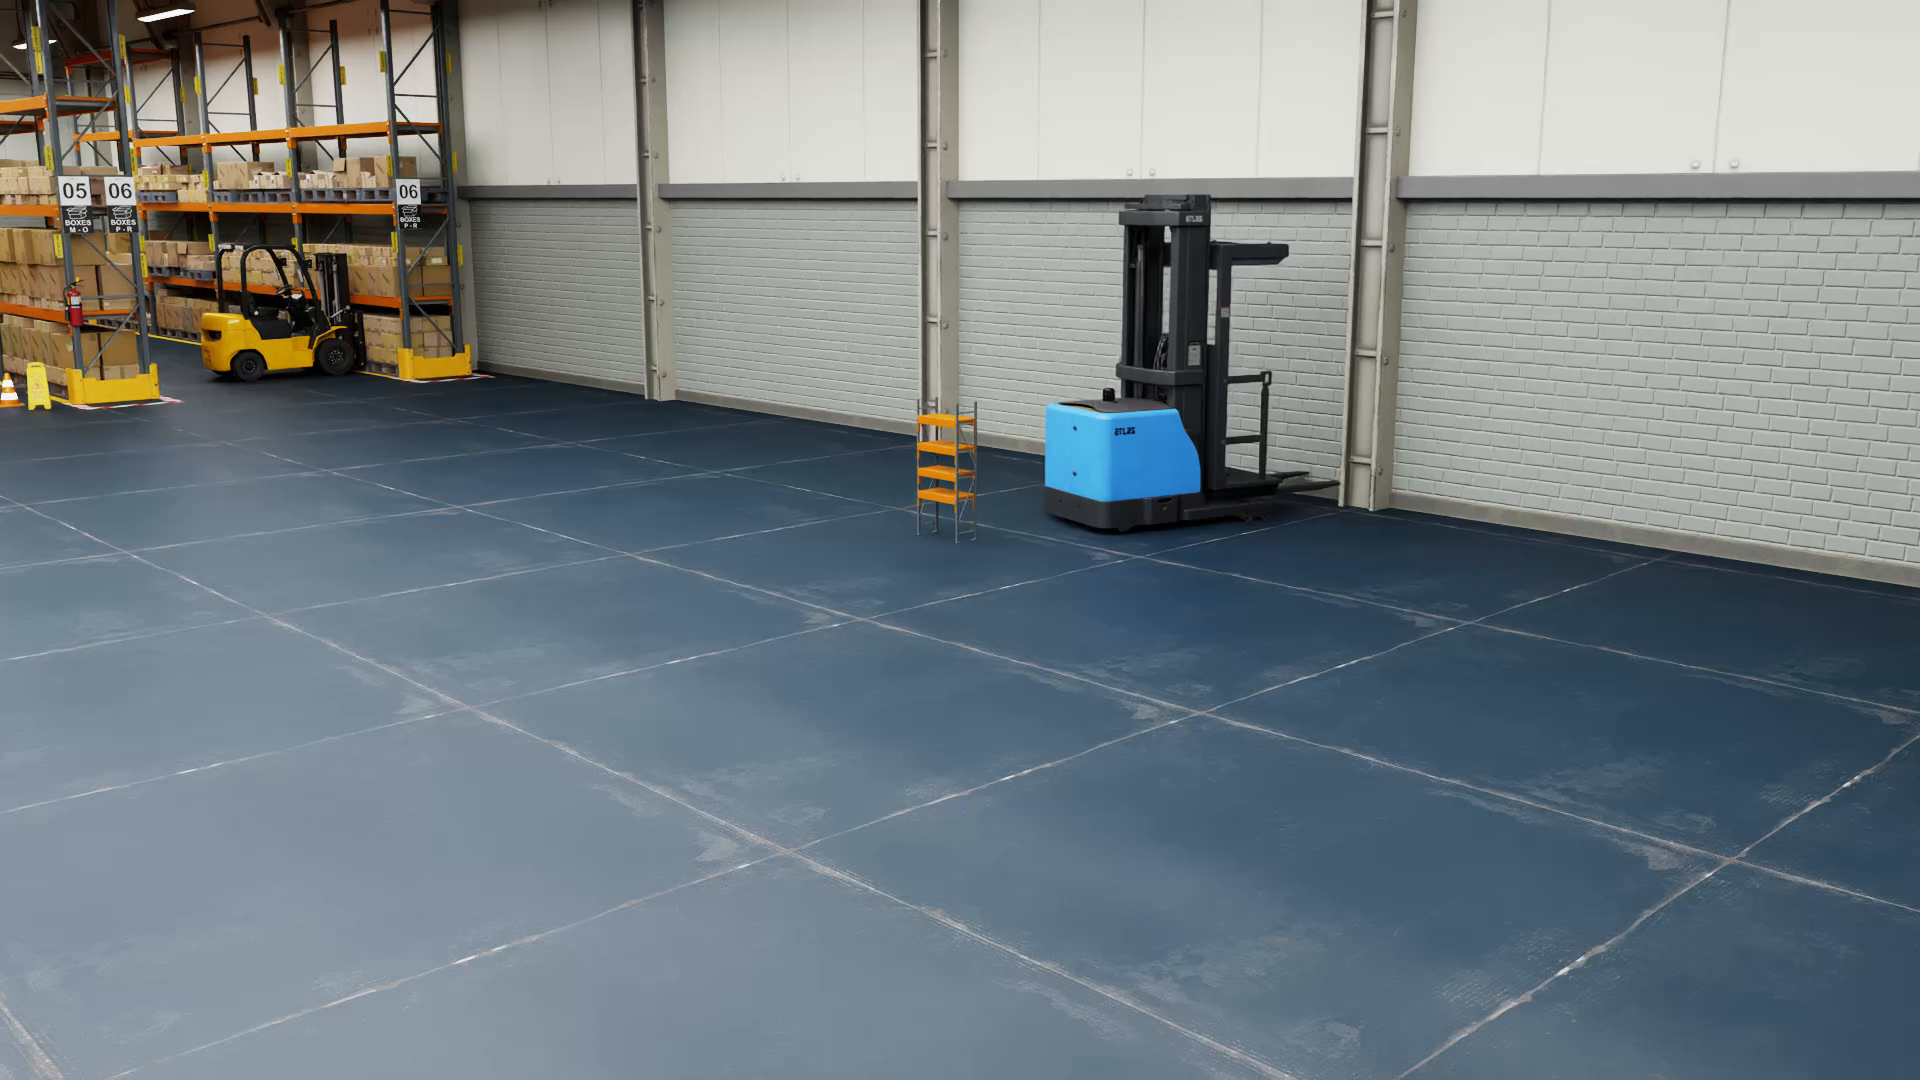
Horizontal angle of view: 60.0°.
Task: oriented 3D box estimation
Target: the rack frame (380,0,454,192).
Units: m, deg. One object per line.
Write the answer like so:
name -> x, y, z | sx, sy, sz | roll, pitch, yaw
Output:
rack frame -> -8.715, -7.130, 26.719 | 1.000, 3.000, 0.127 | -11, 16, -43

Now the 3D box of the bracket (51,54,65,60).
bracket -> -23.447, -12.166, 42.243 | 0.076, 0.066, 5.218 | -11, 16, -43

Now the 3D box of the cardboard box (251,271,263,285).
cardboard box -> -13.048, -4.963, 31.439 | 0.500, 0.250, 0.500 | -10, 15, -41

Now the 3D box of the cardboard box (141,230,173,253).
cardboard box -> -17.838, -6.637, 36.969 | 0.500, 0.500, 0.500 | 11, 16, 44

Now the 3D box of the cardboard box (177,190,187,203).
cardboard box -> -15.463, -6.943, 33.613 | 0.500, 0.250, 0.500 | -11, 16, -43

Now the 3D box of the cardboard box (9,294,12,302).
cardboard box -> -14.661, -3.806, 26.072 | 0.380, 0.149, 0.250 | -11, 16, -43

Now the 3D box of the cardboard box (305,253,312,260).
cardboard box -> -11.447, -5.059, 29.679 | 0.380, 0.149, 0.250 | -11, 16, -43

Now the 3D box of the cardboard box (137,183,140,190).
cardboard box -> -17.083, -7.445, 35.015 | 0.380, 0.149, 0.250 | -11, 16, -42

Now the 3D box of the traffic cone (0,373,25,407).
traffic cone -> -13.532, -2.140, 23.653 | 0.336, 0.463, 0.334 | -11, 16, -43

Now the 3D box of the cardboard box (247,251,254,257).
cardboard box -> -13.333, -5.452, 31.584 | 0.380, 0.149, 0.250 | -10, 16, -41

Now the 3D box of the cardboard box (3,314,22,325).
cardboard box -> -14.809, -3.477, 26.162 | 0.380, 0.149, 0.250 | -11, 16, -42

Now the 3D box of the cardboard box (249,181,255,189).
cardboard box -> -12.989, -6.607, 30.948 | 0.380, 0.149, 0.250 | -11, 16, -43

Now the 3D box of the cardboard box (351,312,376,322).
cardboard box -> -10.315, -3.785, 28.647 | 0.500, 0.250, 0.500 | -11, 16, -44

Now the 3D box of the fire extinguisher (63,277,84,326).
fire extinguisher -> -12.556, -3.381, 23.580 | 0.296, 0.674, 0.183 | -11, 16, -43

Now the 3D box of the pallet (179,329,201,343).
pallet -> -15.566, -4.286, 34.691 | 1.003, 0.211, 1.213 | -11, 16, -43

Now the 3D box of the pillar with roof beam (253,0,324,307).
pillar with roof beam -> -15.801, -7.633, 29.161 | 9.100, 9.000, 0.548 | -11, 16, -43

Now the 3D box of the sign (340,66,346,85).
sign -> -11.059, -8.323, 29.801 | 0.100, 0.325, 0.005 | -11, 16, -43

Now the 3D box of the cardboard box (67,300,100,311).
cardboard box -> -12.715, -3.401, 24.110 | 0.380, 0.149, 0.250 | -10, 15, -41

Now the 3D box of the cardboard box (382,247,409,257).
cardboard box -> -9.307, -4.759, 27.484 | 0.380, 0.149, 0.250 | -11, 16, -42

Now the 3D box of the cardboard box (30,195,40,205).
cardboard box -> -13.438, -5.010, 24.485 | 0.380, 0.149, 0.250 | -11, 16, -43

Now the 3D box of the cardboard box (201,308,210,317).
cardboard box -> -15.025, -4.447, 33.717 | 0.500, 0.500, 0.500 | -11, 16, -43

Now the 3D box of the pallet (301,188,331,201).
pallet -> -10.869, -6.081, 29.278 | 1.003, 0.211, 1.213 | -11, 16, -43

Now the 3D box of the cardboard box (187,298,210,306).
cardboard box -> -15.792, -4.936, 34.481 | 0.380, 0.149, 0.250 | -11, 16, -42

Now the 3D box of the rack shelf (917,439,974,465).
rack shelf -> -0.114, -0.765, 14.376 | 0.258, 0.148, 0.480 | -11, 16, -43

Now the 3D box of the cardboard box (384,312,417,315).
cardboard box -> -9.595, -3.784, 28.640 | 0.500, 0.250, 0.500 | -11, 16, -43

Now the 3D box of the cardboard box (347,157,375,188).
cardboard box -> -9.831, -6.159, 27.901 | 0.700, 0.500, 0.500 | -11, 16, -42

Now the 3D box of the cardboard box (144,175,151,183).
cardboard box -> -16.732, -7.513, 34.608 | 0.380, 0.149, 0.250 | -11, 16, -44

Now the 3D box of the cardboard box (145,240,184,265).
cardboard box -> -16.829, -6.096, 35.279 | 0.700, 0.500, 0.500 | -10, 16, -41

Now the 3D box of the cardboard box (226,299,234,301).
cardboard box -> -14.888, -4.898, 34.300 | 0.250, 0.149, 0.380 | 11, 16, 43

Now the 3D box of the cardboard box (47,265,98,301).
cardboard box -> -12.876, -3.735, 24.123 | 0.500, 0.500, 0.500 | -11, 16, -44

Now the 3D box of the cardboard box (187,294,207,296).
cardboard box -> -16.353, -5.191, 35.721 | 0.380, 0.149, 0.250 | -11, 16, -43

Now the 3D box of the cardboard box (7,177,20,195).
cardboard box -> -13.909, -5.300, 24.905 | 0.500, 0.250, 0.500 | -11, 16, -42

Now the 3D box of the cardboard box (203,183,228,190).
cardboard box -> -14.658, -6.969, 32.752 | 0.380, 0.149, 0.250 | -10, 16, -41

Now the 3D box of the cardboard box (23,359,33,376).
cardboard box -> -14.107, -2.665, 25.688 | 0.500, 0.250, 0.500 | -11, 16, -43

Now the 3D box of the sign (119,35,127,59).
sign -> -11.909, -7.010, 23.624 | 0.100, 0.325, 0.005 | -11, 16, -43

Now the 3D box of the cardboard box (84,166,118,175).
cardboard box -> -12.400, -5.317, 23.997 | 0.380, 0.149, 0.250 | -11, 16, -43

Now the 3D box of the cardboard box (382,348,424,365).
cardboard box -> -9.268, -3.075, 27.679 | 0.500, 0.250, 0.500 | -11, 16, -42

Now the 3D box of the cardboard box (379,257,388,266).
cardboard box -> -9.355, -4.603, 27.466 | 0.380, 0.149, 0.250 | -11, 16, -42

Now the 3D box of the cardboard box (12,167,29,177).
cardboard box -> -13.832, -5.464, 24.710 | 0.380, 0.149, 0.250 | -10, 16, -41

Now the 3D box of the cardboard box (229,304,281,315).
cardboard box -> -13.818, -4.309, 32.738 | 0.875, 0.625, 0.625 | -10, 15, -41

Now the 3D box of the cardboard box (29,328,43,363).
cardboard box -> -13.750, -2.957, 25.245 | 0.500, 0.500, 0.500 | 11, 16, 44

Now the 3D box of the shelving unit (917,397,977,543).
shelving unit -> -0.114, -0.612, 14.408 | 0.258, 1.200, 0.503 | -11, 16, -43

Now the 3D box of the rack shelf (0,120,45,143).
rack shelf -> -16.445, -6.765, 27.723 | 1.077, 0.370, 4.000 | -11, 16, -43

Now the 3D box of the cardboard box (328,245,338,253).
cardboard box -> -10.741, -5.053, 28.910 | 0.380, 0.149, 0.250 | -11, 16, -43

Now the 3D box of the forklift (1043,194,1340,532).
forklift -> 2.310, -1.696, 15.382 | 3.031, 2.935, 1.130 | -6, 13, -28

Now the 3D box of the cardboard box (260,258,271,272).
cardboard box -> -12.710, -5.133, 31.023 | 0.500, 0.250, 0.500 | -10, 16, -41

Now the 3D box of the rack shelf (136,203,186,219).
rack shelf -> -18.383, -7.352, 37.012 | 1.077, 0.370, 4.000 | -11, 16, -43

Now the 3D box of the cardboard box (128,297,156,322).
cardboard box -> -18.131, -5.124, 37.004 | 0.500, 0.500, 0.700 | 11, 16, 43

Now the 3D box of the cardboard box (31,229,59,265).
cardboard box -> -13.157, -4.303, 24.401 | 0.700, 0.500, 0.500 | -11, 16, -42

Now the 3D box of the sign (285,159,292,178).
sign -> -11.863, -6.575, 29.398 | 0.100, 0.325, 0.005 | -11, 16, -43

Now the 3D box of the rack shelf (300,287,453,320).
rack shelf -> -10.096, -4.131, 28.814 | 1.077, 0.370, 4.000 | -11, 16, -43

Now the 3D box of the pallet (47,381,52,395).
pallet -> -13.728, -2.447, 25.763 | 1.003, 0.211, 1.213 | -11, 16, -43
